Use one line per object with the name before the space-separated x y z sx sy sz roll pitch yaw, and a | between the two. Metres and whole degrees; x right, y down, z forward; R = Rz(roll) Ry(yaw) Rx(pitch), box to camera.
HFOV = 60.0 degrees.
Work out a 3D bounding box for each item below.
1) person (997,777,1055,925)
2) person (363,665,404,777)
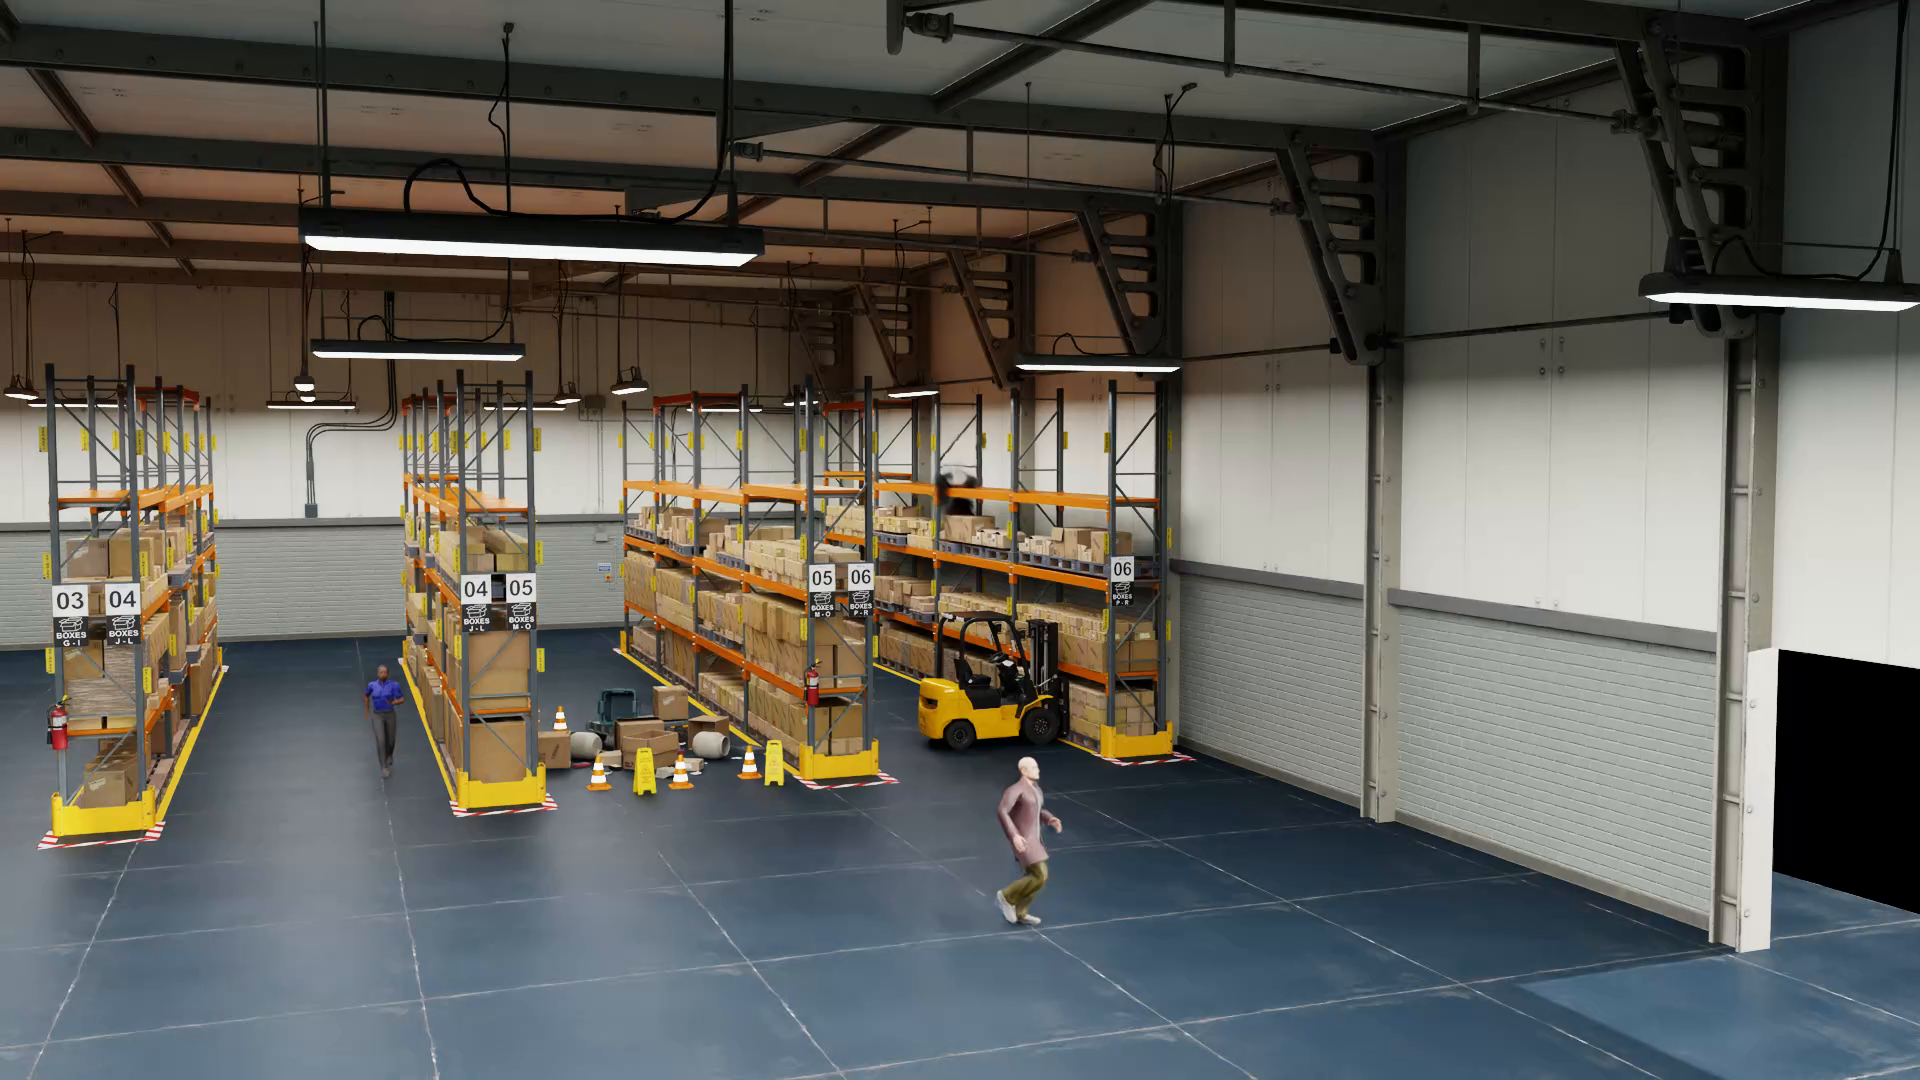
person | 0.718 3.221 17.268 0.509 1.545 0.723 1 4 21
person | -8.687 2.690 25.090 0.576 1.639 0.912 -1 4 -22
